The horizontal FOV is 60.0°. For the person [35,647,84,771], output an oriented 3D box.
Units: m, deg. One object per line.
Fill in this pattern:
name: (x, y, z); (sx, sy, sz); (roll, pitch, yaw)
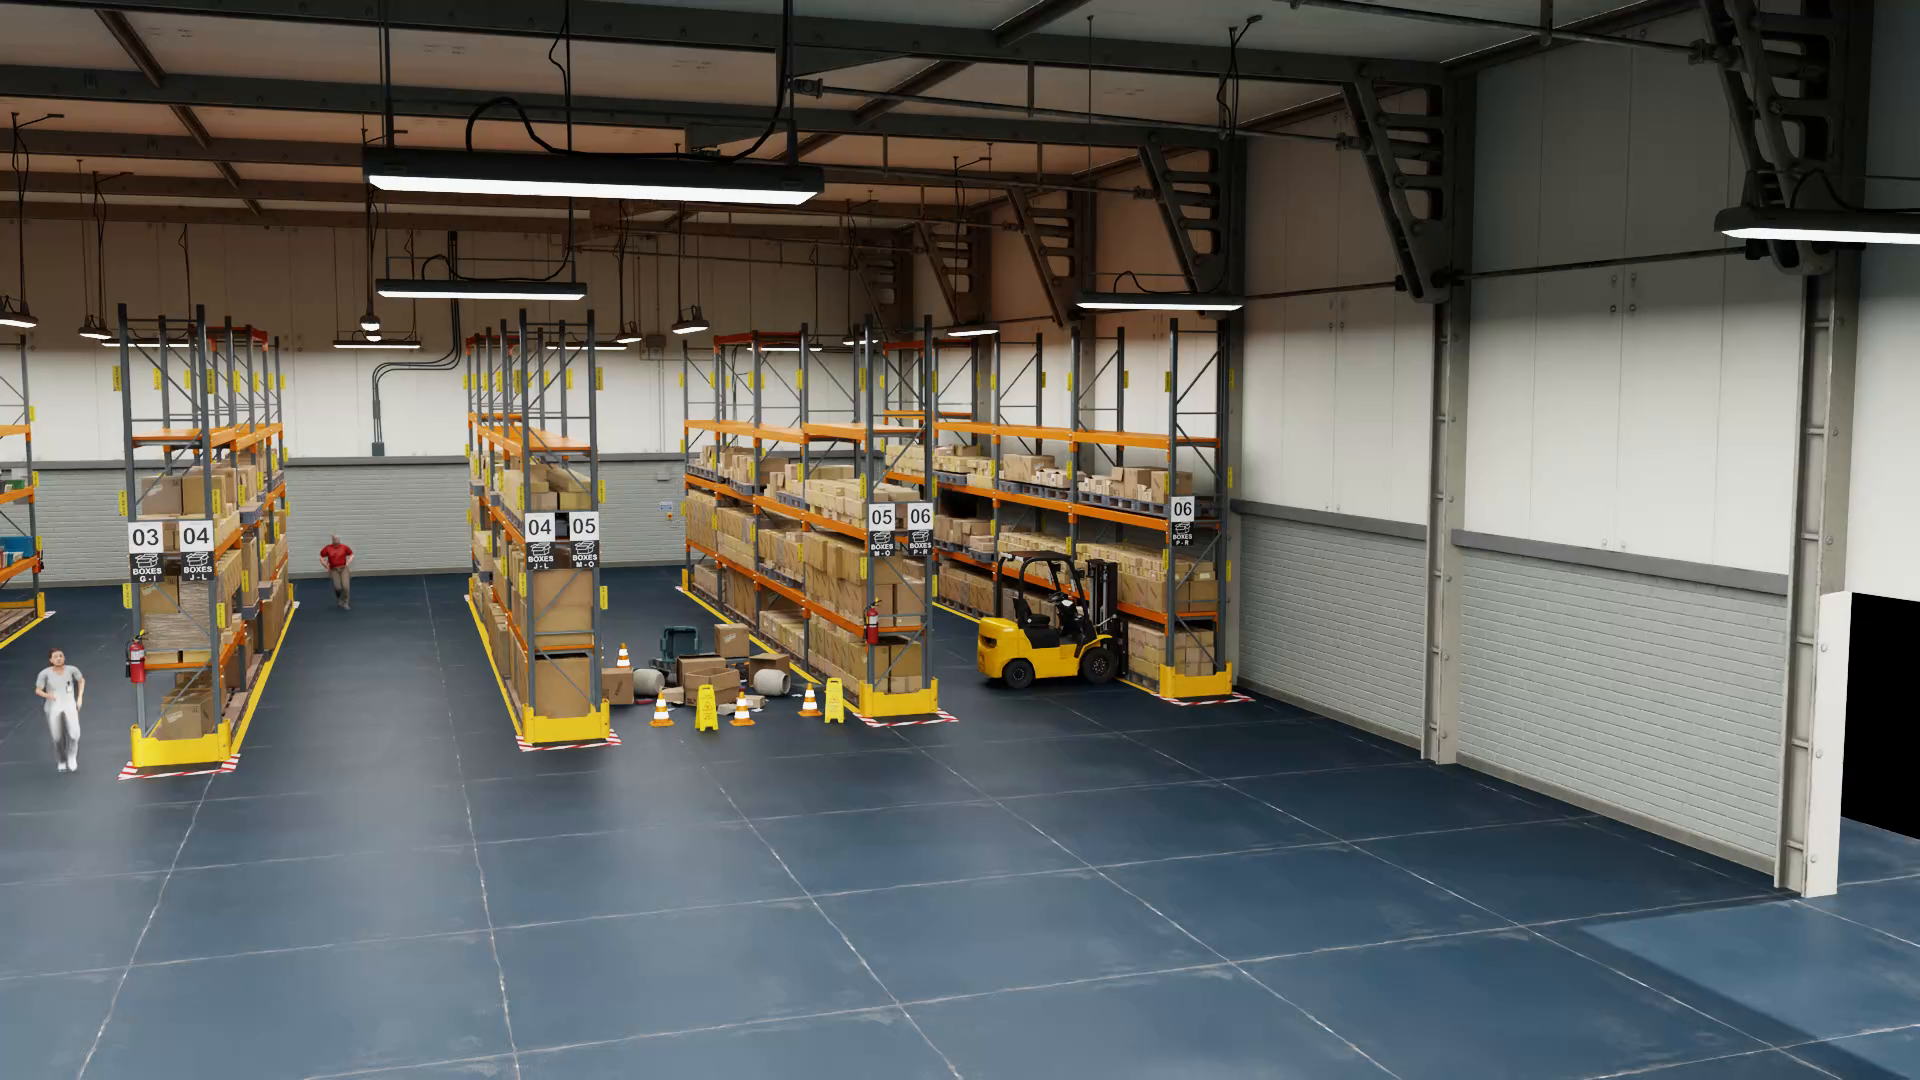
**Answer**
person: (-11.491, 2.170, 21.273); (0.576, 1.620, 0.703); (-4, 7, -34)

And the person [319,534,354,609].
person: (-13.729, 0.700, 36.703); (0.722, 1.682, 0.632); (-3, 6, -29)
